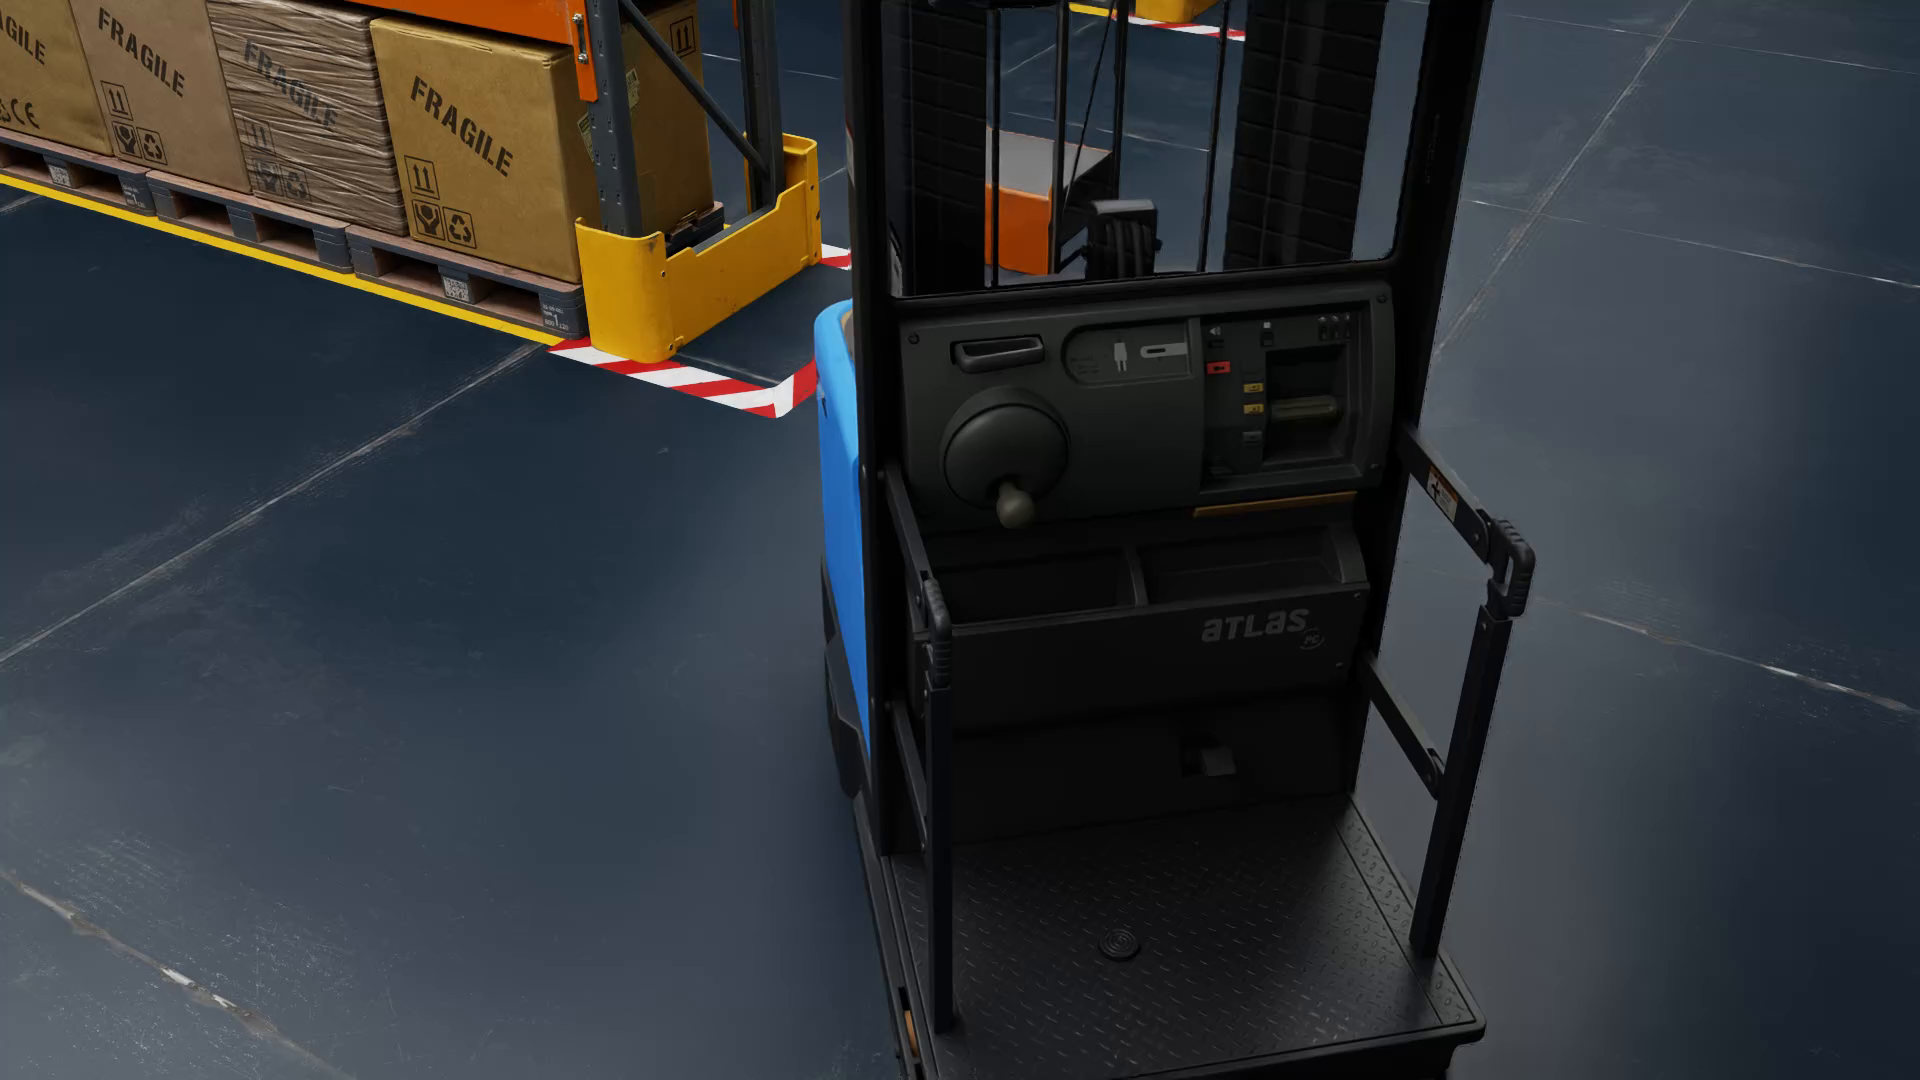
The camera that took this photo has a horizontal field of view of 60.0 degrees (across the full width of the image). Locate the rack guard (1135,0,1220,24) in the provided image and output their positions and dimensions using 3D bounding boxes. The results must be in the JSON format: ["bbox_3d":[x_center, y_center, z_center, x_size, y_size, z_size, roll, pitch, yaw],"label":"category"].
[{"bbox_3d":[1.466,-3.574,10.166,0.348,0.500,1.175,18,37,24],"label":"rack guard"}]

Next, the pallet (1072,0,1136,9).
[{"bbox_3d":[0.742,-3.699,10.615,1.213,0.211,1.003,18,37,24],"label":"pallet"}]

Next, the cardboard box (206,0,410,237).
[{"bbox_3d":[-2.405,-1.909,6.949,0.875,0.875,0.875,18,37,24],"label":"cardboard box"}]

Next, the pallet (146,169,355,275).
[{"bbox_3d":[-2.807,-1.589,7.445,1.213,0.211,1.003,18,37,24],"label":"pallet"}]

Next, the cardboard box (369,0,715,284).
[{"bbox_3d":[-1.615,-1.659,6.573,0.875,0.875,0.875,18,37,24],"label":"cardboard box"}]

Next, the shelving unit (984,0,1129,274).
[{"bbox_3d":[0.126,-0.866,4.657,0.503,2.100,0.431,17,37,24],"label":"shelving unit"}]

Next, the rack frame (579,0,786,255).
[{"bbox_3d":[-1.019,-2.231,5.894,0.127,3.000,1.000,18,37,24],"label":"rack frame"}]

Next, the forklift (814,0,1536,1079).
[{"bbox_3d":[0.398,-0.187,2.886,1.130,2.935,3.031,-6,34,-9],"label":"forklift"}]

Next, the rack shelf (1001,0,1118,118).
[{"bbox_3d":[0.126,-1.438,4.276,0.480,0.518,0.431,17,37,24],"label":"rack shelf"}]

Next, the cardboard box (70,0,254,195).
[{"bbox_3d":[-3.177,-2.154,7.317,0.875,0.875,0.875,18,37,24],"label":"cardboard box"}]

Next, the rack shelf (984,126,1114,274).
[{"bbox_3d":[0.126,-0.855,4.664,0.480,0.518,0.431,17,37,24],"label":"rack shelf"}]

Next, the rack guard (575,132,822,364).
[{"bbox_3d":[-0.998,-1.184,6.577,0.348,0.500,1.175,18,37,24],"label":"rack guard"}]

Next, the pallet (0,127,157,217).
[{"bbox_3d":[-3.871,-1.924,7.948,1.213,0.211,1.003,18,37,24],"label":"pallet"}]

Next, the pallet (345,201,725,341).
[{"bbox_3d":[-1.752,-1.253,6.941,1.213,0.211,1.003,18,37,24],"label":"pallet"}]

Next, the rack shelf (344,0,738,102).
[{"bbox_3d":[-2.756,-2.482,6.920,4.000,0.370,1.077,18,37,24],"label":"rack shelf"}]

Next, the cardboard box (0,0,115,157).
[{"bbox_3d":[-3.959,-2.402,7.688,0.875,0.875,0.875,18,37,24],"label":"cardboard box"}]

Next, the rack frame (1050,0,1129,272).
[{"bbox_3d":[0.339,-0.801,4.558,0.015,2.100,0.400,17,37,24],"label":"rack frame"}]
